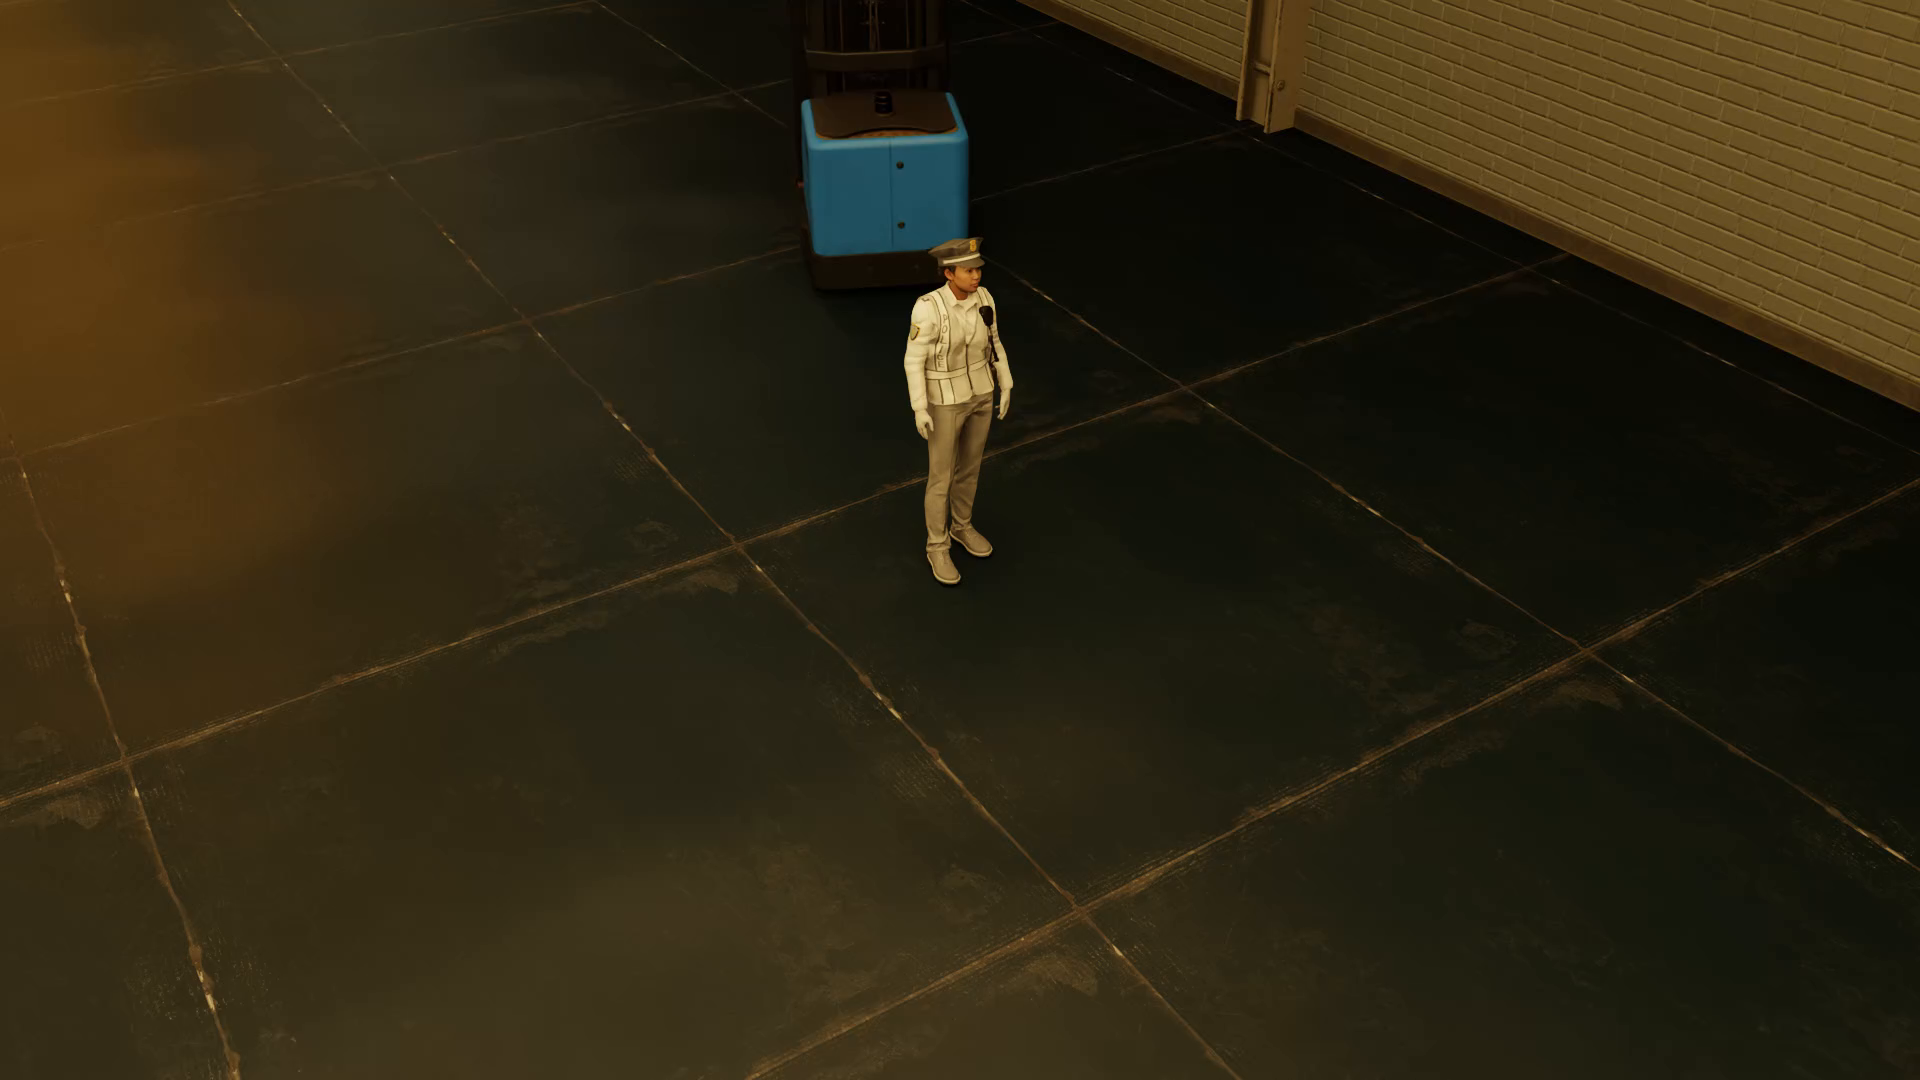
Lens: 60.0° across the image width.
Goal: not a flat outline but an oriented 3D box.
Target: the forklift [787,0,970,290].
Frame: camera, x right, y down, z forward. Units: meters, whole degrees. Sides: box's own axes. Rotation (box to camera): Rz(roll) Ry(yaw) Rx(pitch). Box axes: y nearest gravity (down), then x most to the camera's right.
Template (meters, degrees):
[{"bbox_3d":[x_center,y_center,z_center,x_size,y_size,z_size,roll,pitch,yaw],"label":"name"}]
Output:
[{"bbox_3d":[-0.645,-3.675,11.378,1.130,2.935,3.031,-5,35,-7],"label":"forklift"}]

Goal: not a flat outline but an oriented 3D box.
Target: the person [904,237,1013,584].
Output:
[{"bbox_3d":[0.032,-0.664,8.156,0.587,1.695,0.531,-21,40,-27],"label":"person"}]
